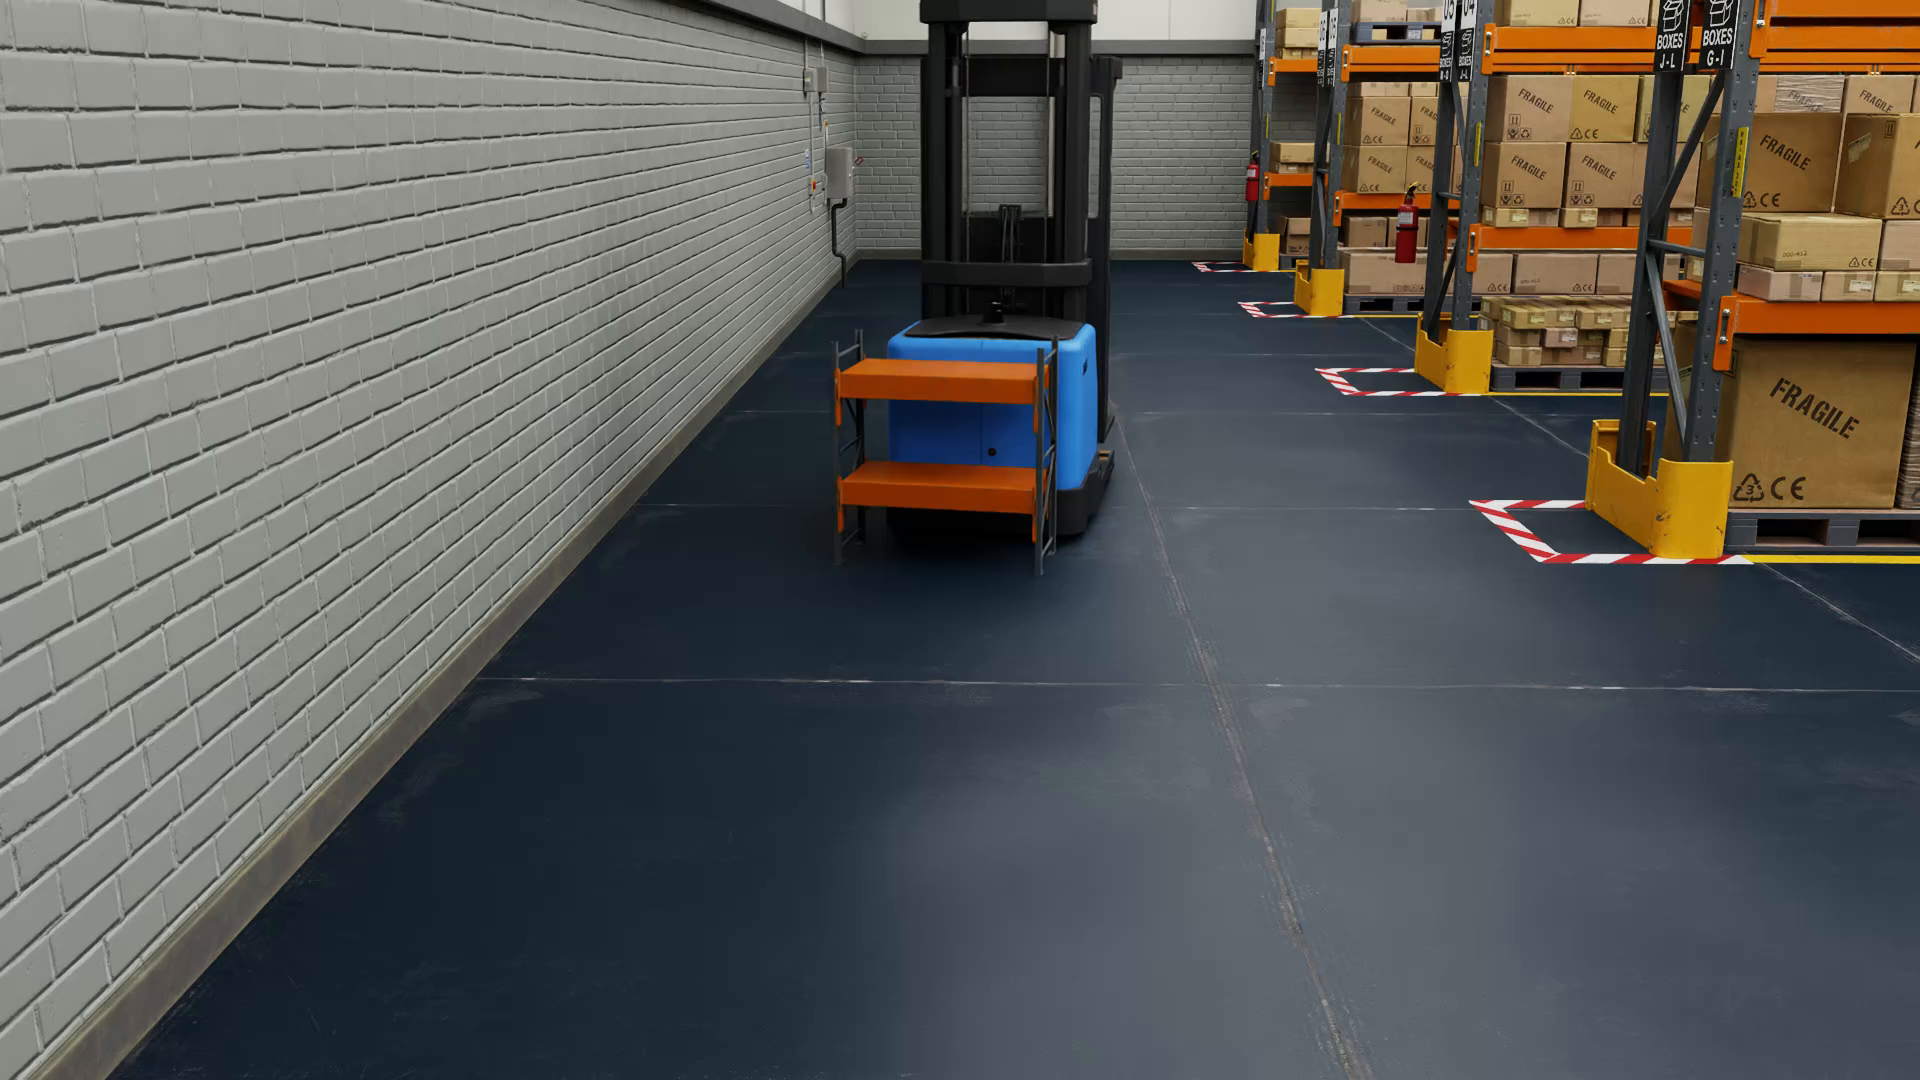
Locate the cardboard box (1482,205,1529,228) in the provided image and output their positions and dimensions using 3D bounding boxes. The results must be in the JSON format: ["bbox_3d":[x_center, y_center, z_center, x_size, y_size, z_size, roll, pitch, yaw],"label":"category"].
[{"bbox_3d":[4.313,-2.559,13.152,0.250,0.149,0.380,0,15,1],"label":"cardboard box"}]

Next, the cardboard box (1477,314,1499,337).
[{"bbox_3d":[4.532,-1.804,13.980,0.250,0.149,0.380,0,15,0],"label":"cardboard box"}]

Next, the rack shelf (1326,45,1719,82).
[{"bbox_3d":[6.022,-5.119,17.892,4.000,0.370,1.077,0,15,1],"label":"rack shelf"}]

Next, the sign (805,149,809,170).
[{"bbox_3d":[-1.677,-4.179,18.269,0.001,0.218,0.327,0,15,1],"label":"sign"}]

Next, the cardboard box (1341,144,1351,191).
[{"bbox_3d":[4.512,-4.142,18.463,0.500,0.500,0.500,0,15,2],"label":"cardboard box"}]

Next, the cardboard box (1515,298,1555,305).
[{"bbox_3d":[4.783,-1.923,13.849,0.250,0.149,0.380,1,15,3],"label":"cardboard box"}]

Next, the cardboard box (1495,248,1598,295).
[{"bbox_3d":[6.502,-3.005,18.547,0.875,0.438,0.875,0,15,0],"label":"cardboard box"}]

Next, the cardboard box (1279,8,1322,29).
[{"bbox_3d":[4.583,-6.992,22.311,0.500,0.250,0.500,0,15,1],"label":"cardboard box"}]

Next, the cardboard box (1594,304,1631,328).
[{"bbox_3d":[5.290,-1.803,13.391,0.250,0.149,0.380,0,15,-1],"label":"cardboard box"}]

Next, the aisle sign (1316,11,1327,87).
[{"bbox_3d":[3.959,-5.366,18.202,0.004,0.787,0.394,0,15,1],"label":"aisle sign"}]

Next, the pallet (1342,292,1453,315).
[{"bbox_3d":[4.824,-2.696,18.644,1.213,0.211,1.003,0,15,1],"label":"pallet"}]

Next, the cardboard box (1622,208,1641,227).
[{"bbox_3d":[5.369,-2.578,13.223,0.250,0.149,0.380,0,15,1],"label":"cardboard box"}]

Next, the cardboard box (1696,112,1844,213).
[{"bbox_3d":[4.263,-2.000,8.781,0.500,0.500,0.500,1,15,2],"label":"cardboard box"}]

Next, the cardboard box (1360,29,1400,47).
[{"bbox_3d":[5.602,-6.740,22.336,0.500,0.250,0.500,0,15,0],"label":"cardboard box"}]

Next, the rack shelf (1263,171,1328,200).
[{"bbox_3d":[6.145,-4.934,23.072,4.000,0.370,1.077,0,15,1],"label":"rack shelf"}]

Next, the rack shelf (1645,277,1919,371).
[{"bbox_3d":[5.769,-1.141,8.696,4.000,0.370,1.077,0,15,1],"label":"rack shelf"}]

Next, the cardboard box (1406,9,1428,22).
[{"bbox_3d":[4.896,-5.647,17.958,0.250,0.149,0.380,-1,15,-3],"label":"cardboard box"}]

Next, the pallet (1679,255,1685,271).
[{"bbox_3d":[10.181,-3.918,23.276,1.213,0.211,1.003,0,15,1],"label":"pallet"}]

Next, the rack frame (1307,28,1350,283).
[{"bbox_3d":[4.023,-4.029,18.232,0.127,3.000,1.000,0,15,1],"label":"rack frame"}]

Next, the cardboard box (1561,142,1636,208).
[{"bbox_3d":[4.975,-2.888,13.128,0.500,0.500,0.500,0,15,2],"label":"cardboard box"}]

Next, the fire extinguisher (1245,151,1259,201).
[{"bbox_3d":[3.987,-4.961,22.644,0.183,0.674,0.296,0,15,1],"label":"fire extinguisher"}]

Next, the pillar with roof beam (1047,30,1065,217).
[{"bbox_3d":[1.363,-7.345,19.041,0.400,9.000,9.100,0,15,1],"label":"pillar with roof beam"}]

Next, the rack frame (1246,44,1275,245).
[{"bbox_3d":[4.146,-5.295,23.030,0.127,3.000,1.000,0,15,1],"label":"rack frame"}]

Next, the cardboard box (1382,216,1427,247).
[{"bbox_3d":[6.134,-4.217,23.020,0.500,0.500,0.500,1,15,2],"label":"cardboard box"}]

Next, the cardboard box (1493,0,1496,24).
[{"bbox_3d":[4.459,-4.209,13.326,0.500,0.250,0.500,0,15,0],"label":"cardboard box"}]

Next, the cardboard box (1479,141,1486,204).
[{"bbox_3d":[4.453,-3.021,13.632,0.500,0.500,0.500,1,15,3],"label":"cardboard box"}]

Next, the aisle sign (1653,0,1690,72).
[{"bbox_3d":[3.705,-2.836,8.613,0.004,0.787,0.394,0,15,1],"label":"aisle sign"}]

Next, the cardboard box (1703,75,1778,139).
[{"bbox_3d":[5.973,-3.358,12.949,0.500,0.500,0.500,0,15,0],"label":"cardboard box"}]

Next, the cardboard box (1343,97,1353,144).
[{"bbox_3d":[4.511,-4.619,18.310,0.500,0.500,0.500,1,15,3],"label":"cardboard box"}]

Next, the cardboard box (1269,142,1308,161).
[{"bbox_3d":[4.612,-5.431,23.256,0.500,0.250,0.500,1,15,3],"label":"cardboard box"}]

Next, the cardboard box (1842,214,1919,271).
[{"bbox_3d":[4.762,-1.500,8.355,0.500,0.250,0.500,0,15,1],"label":"cardboard box"}]

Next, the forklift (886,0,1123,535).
[{"bbox_3d":[0.360,-1.771,9.808,1.130,2.935,3.031,2,15,9],"label":"forklift"}]

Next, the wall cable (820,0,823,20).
[{"bbox_3d":[-1.649,-7.087,18.062,0.029,3.000,2.355,0,15,1],"label":"wall cable"}]

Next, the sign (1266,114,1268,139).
[{"bbox_3d":[4.132,-5.575,22.395,0.005,0.325,0.100,0,15,1],"label":"sign"}]

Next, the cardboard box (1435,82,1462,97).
[{"bbox_3d":[5.155,-4.790,17.689,0.250,0.149,0.380,0,15,0],"label":"cardboard box"}]

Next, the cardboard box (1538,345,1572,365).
[{"bbox_3d":[4.777,-1.525,13.505,0.250,0.149,0.380,0,15,1],"label":"cardboard box"}]

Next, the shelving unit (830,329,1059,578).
[{"bbox_3d":[-0.068,-0.450,8.338,1.048,1.125,0.538,3,15,11],"label":"shelving unit"}]

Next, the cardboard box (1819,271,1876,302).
[{"bbox_3d":[4.373,-1.293,8.353,0.250,0.149,0.380,0,15,1],"label":"cardboard box"}]

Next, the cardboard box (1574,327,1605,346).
[{"bbox_3d":[5.034,-1.671,13.474,0.250,0.149,0.380,1,15,2],"label":"cardboard box"}]

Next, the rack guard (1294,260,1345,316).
[{"bbox_3d":[3.999,-2.821,18.552,0.348,0.500,1.175,0,15,1],"label":"rack guard"}]

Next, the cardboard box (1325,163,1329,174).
[{"bbox_3d":[4.986,-5.119,22.854,0.250,0.149,0.380,0,15,1],"label":"cardboard box"}]

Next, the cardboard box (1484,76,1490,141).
[{"bbox_3d":[4.461,-3.502,13.496,0.500,0.500,0.500,0,15,0],"label":"cardboard box"}]

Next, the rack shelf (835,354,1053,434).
[{"bbox_3d":[-0.068,-0.733,8.264,1.000,0.278,0.538,3,15,11],"label":"rack shelf"}]

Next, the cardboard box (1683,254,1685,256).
[{"bbox_3d":[10.172,-4.193,22.928,0.500,0.500,0.500,0,15,-1],"label":"cardboard box"}]
